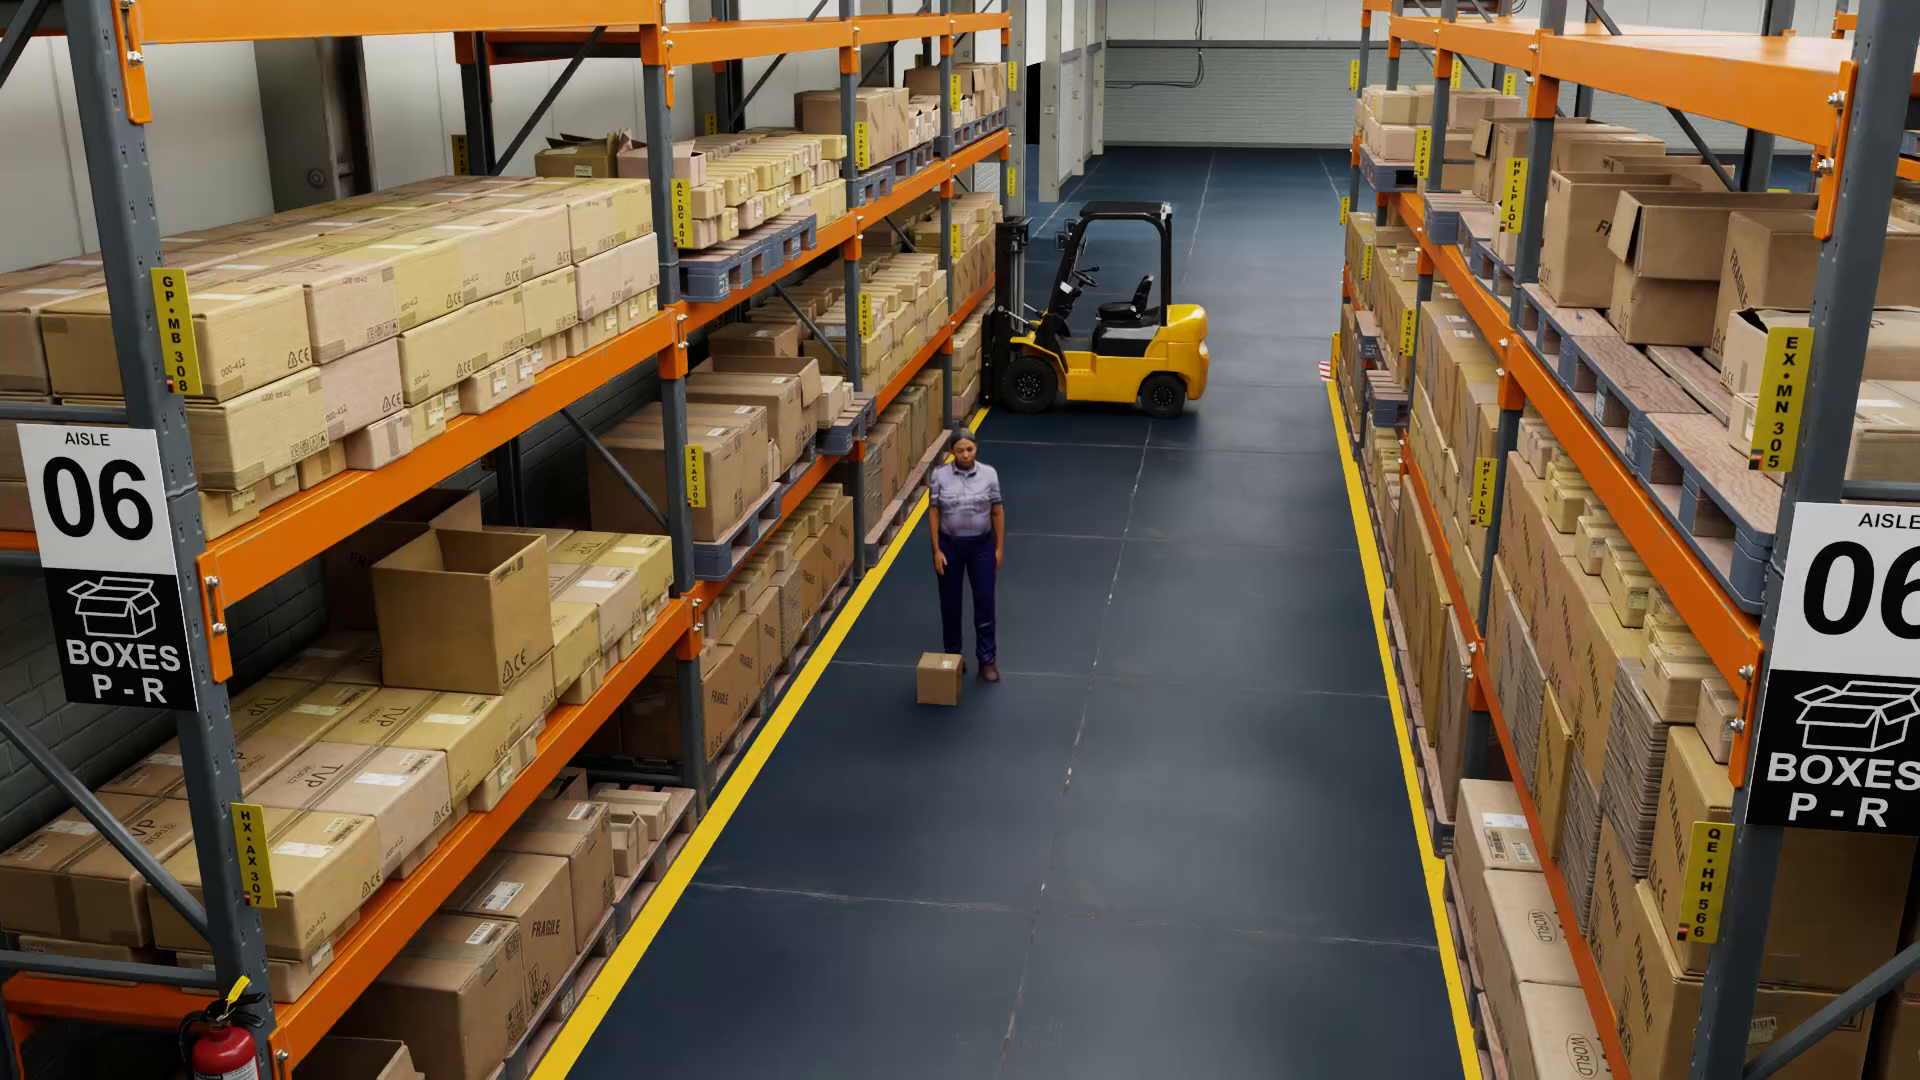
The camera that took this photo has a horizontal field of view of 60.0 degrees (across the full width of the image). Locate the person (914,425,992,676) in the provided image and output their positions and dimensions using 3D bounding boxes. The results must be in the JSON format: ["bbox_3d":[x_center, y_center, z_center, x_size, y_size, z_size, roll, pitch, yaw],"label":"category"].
[{"bbox_3d":[-0.050,0.088,10.832,0.510,1.704,0.362,3,18,8],"label":"person"}]
